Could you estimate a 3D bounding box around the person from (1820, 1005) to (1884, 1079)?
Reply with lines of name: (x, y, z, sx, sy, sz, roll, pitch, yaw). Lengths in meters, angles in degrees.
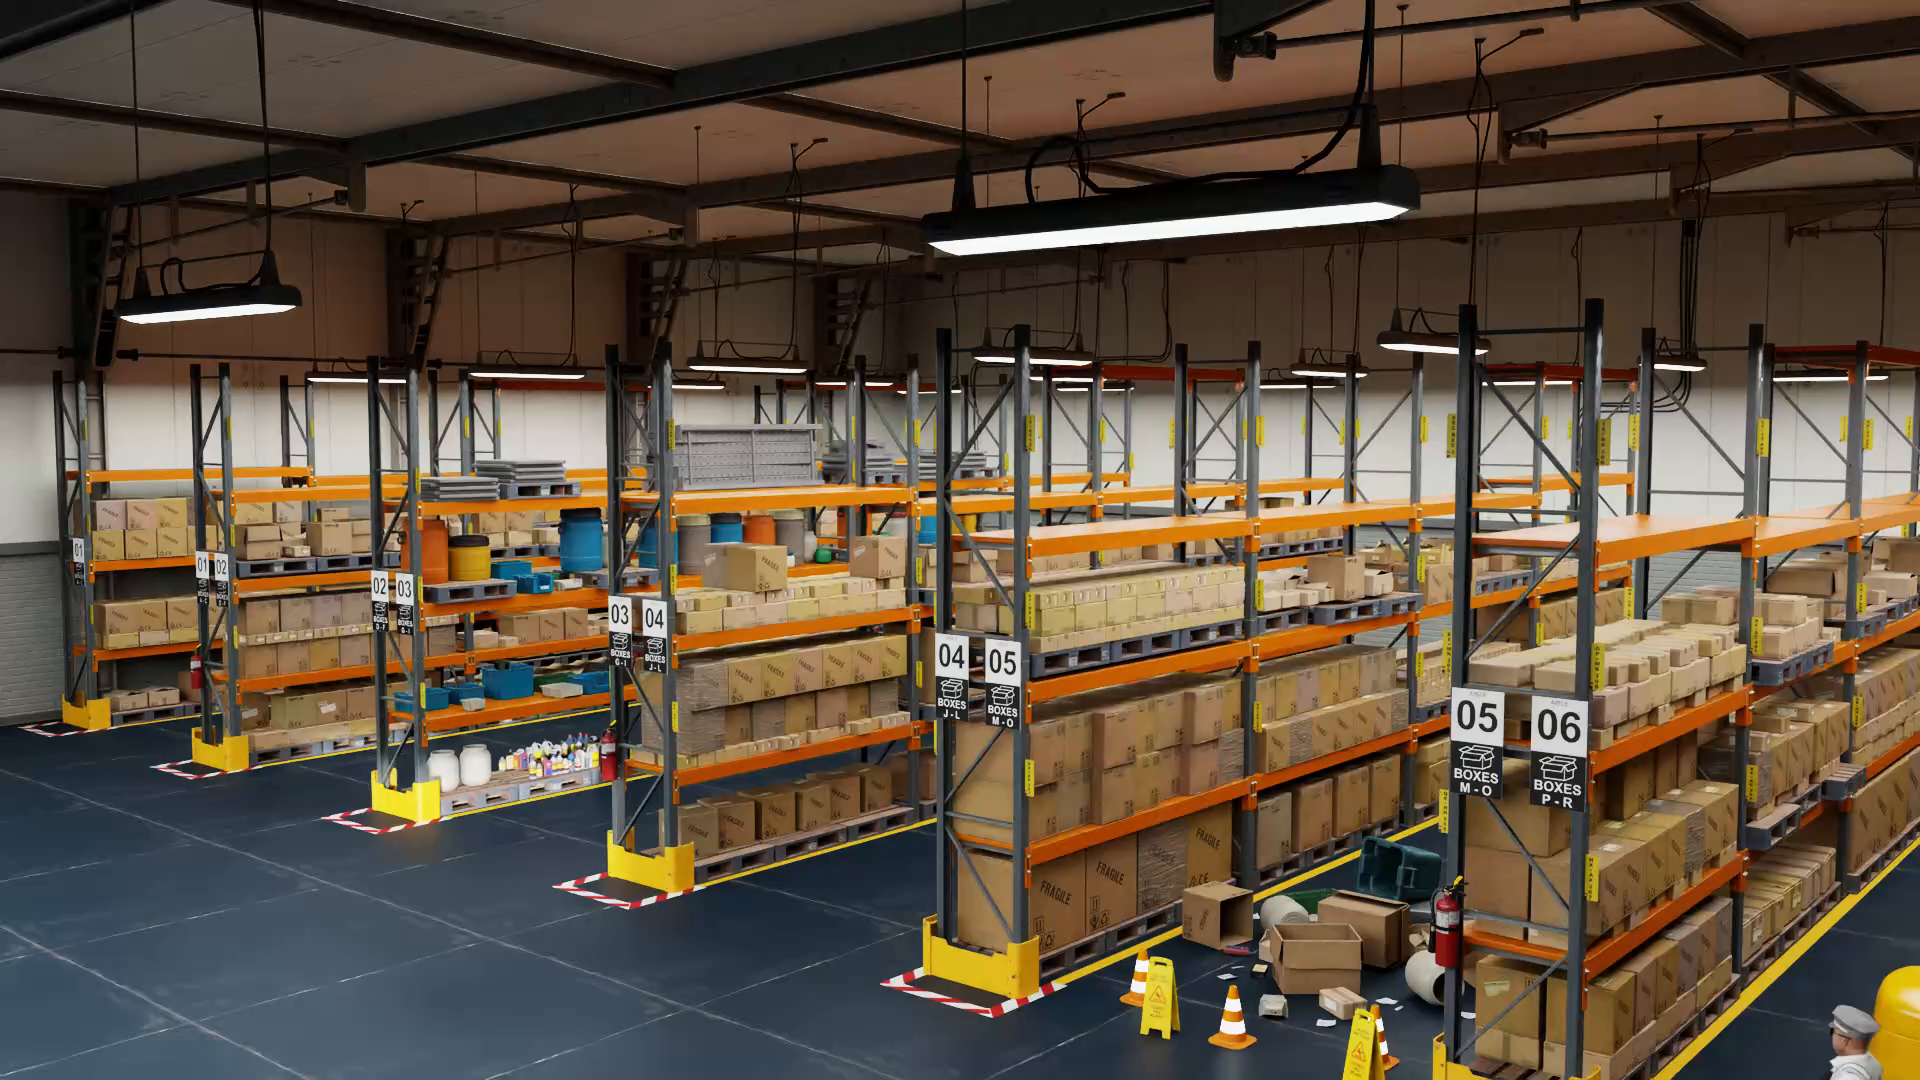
person: (5.196, 3.589, 9.668, 0.967, 1.739, 0.501, 2, 4, 21)
